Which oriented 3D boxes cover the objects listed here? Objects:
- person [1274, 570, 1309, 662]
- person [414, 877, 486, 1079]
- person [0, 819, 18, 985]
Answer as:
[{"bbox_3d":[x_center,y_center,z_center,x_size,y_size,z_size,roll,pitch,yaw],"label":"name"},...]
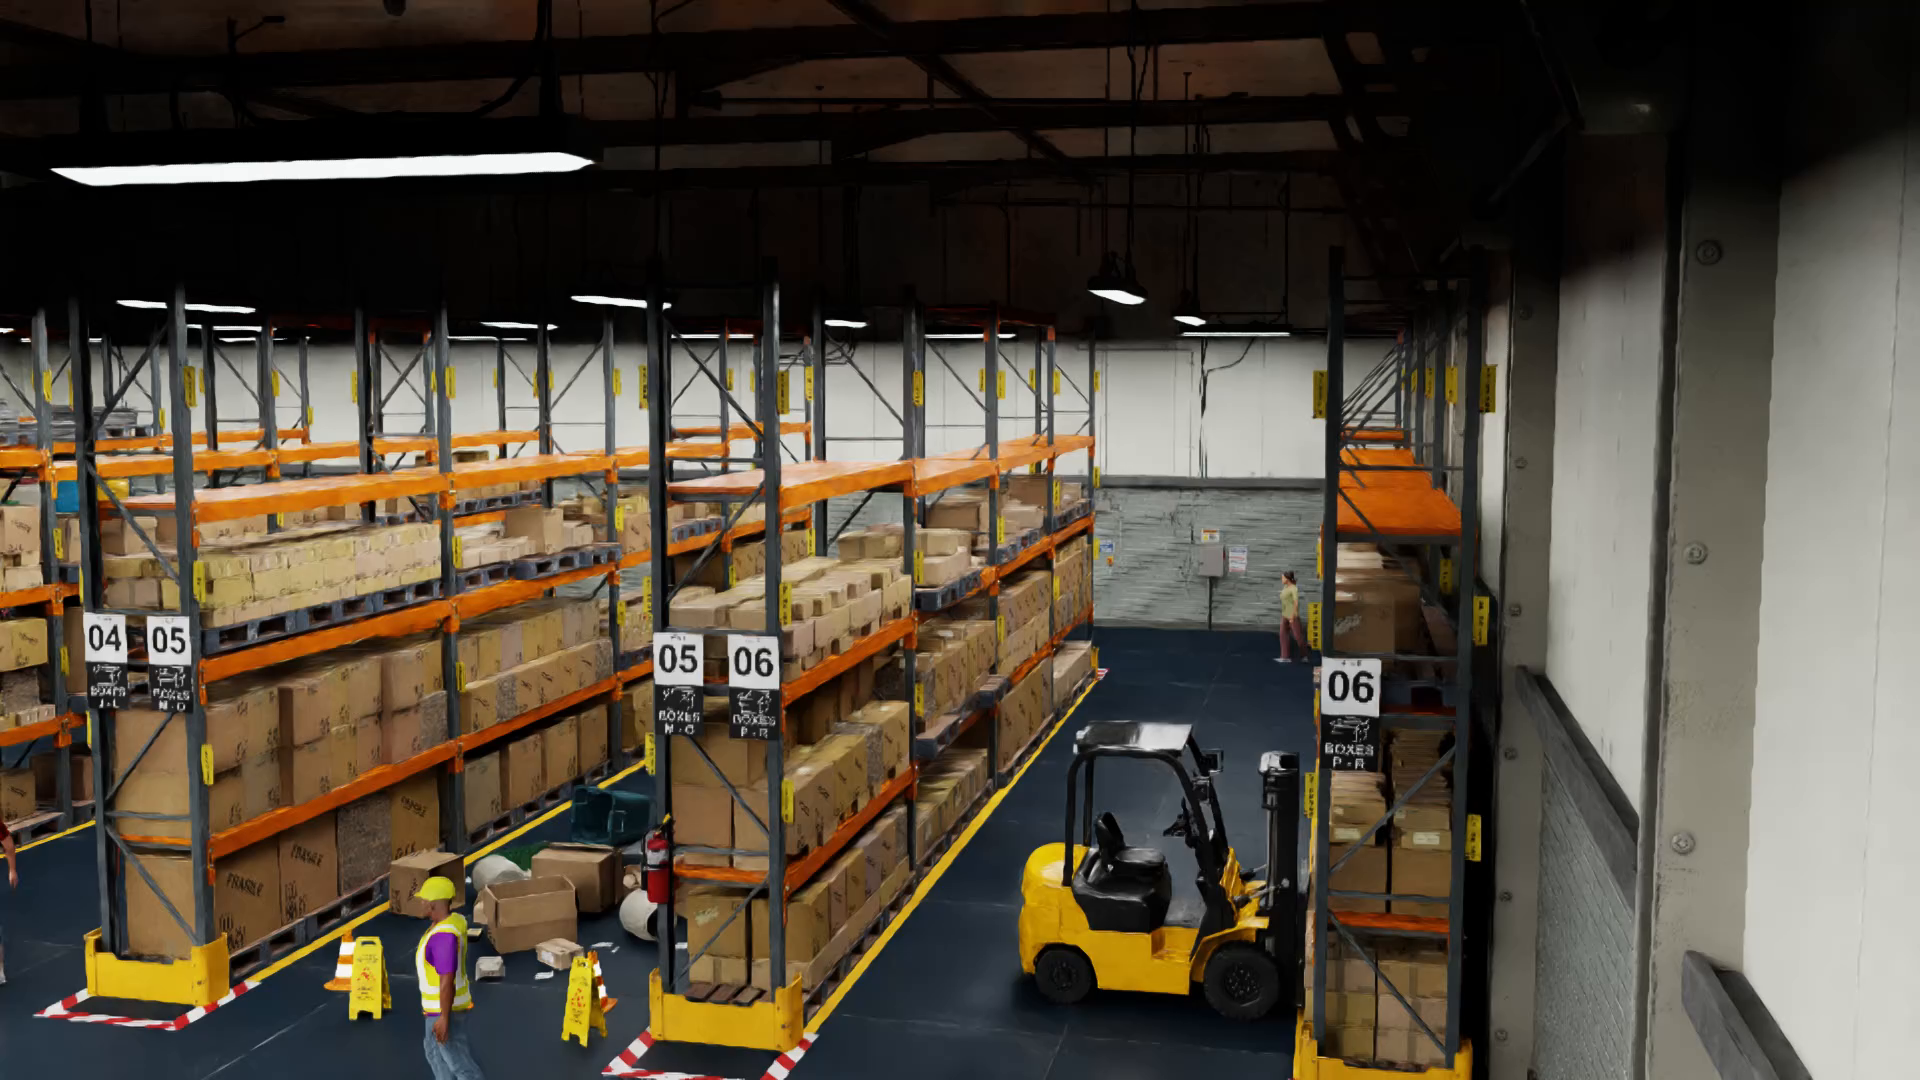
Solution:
[{"bbox_3d":[5.930,1.353,29.598,0.613,1.660,0.498,-2,6,-20],"label":"person"},{"bbox_3d":[-3.445,3.159,11.332,0.540,1.759,0.658,-1,6,-14],"label":"person"},{"bbox_3d":[-8.387,2.905,14.138,0.702,1.669,0.808,-1,6,-7],"label":"person"}]
